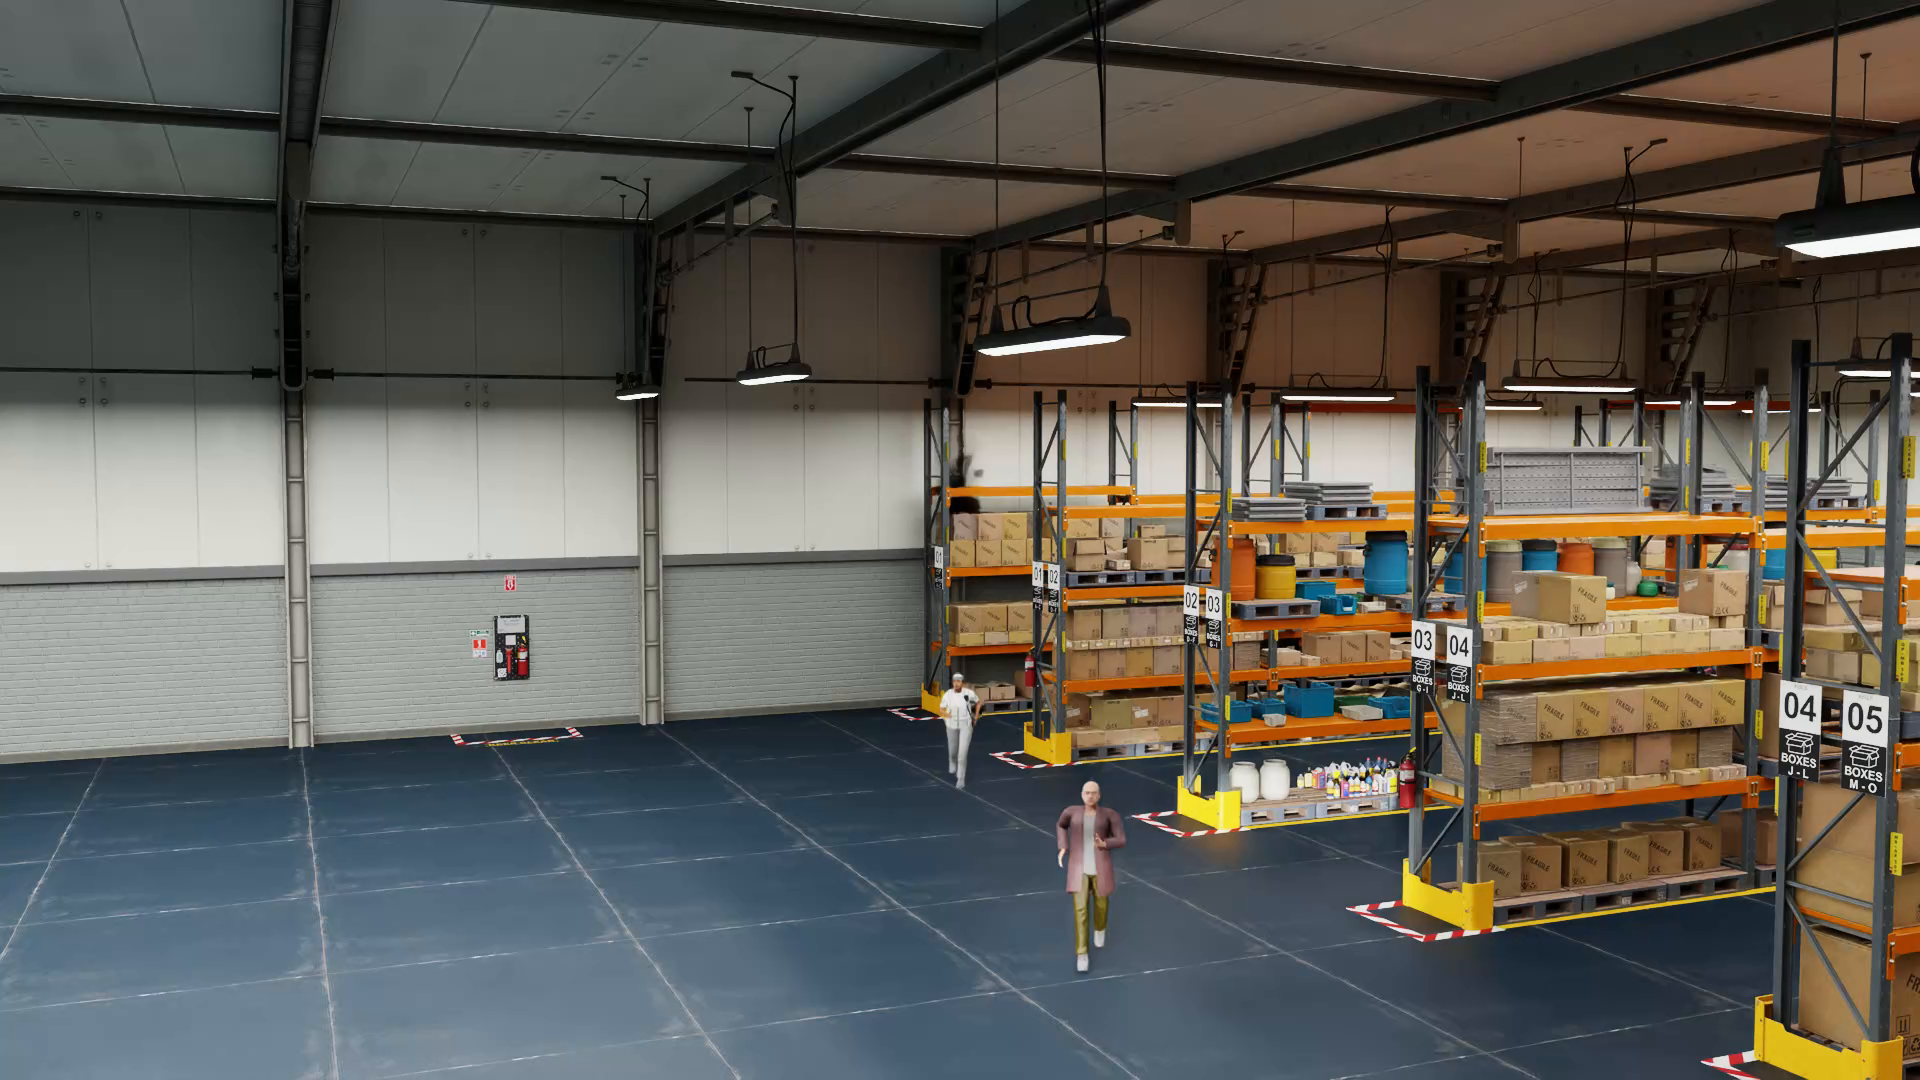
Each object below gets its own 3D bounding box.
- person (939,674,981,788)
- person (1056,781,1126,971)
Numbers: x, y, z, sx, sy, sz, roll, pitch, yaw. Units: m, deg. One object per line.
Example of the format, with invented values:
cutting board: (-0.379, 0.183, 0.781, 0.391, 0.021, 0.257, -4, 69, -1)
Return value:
person: (0.001, 2.855, 25.254, 0.615, 1.683, 0.928, 0, 3, 8)
person: (1.295, 3.274, 16.521, 0.703, 1.759, 1.066, 0, 3, 6)
